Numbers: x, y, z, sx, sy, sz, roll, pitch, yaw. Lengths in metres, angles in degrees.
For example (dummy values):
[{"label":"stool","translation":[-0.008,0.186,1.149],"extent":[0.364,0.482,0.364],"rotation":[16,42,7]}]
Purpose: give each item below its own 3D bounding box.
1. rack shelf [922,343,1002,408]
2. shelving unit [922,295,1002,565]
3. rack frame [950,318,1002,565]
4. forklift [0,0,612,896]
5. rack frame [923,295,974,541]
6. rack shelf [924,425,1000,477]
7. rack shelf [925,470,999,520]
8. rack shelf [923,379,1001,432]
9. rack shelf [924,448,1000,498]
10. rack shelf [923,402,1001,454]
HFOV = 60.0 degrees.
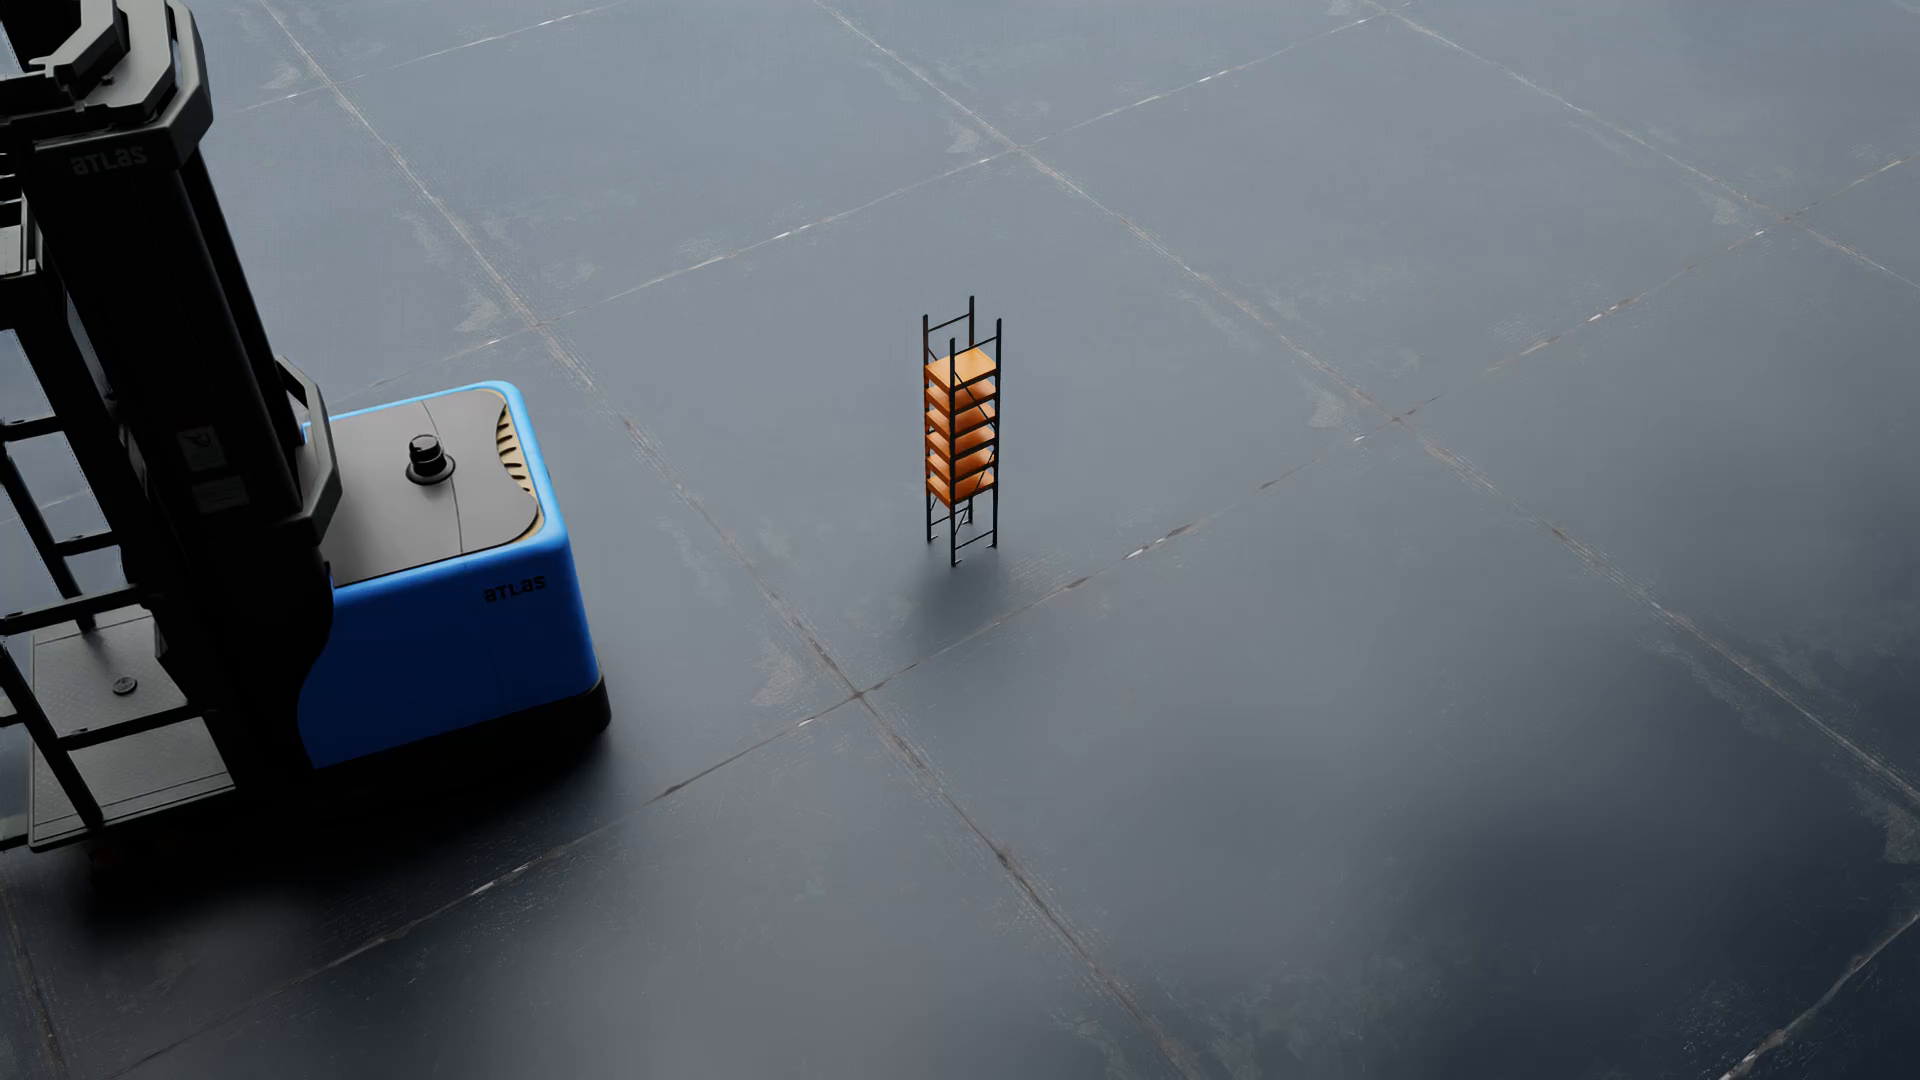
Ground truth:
[{"label":"rack shelf","translation":[0.008,-0.654,6.600],"extent":[0.258,0.103,0.180],"rotation":[-26,49,-24]},{"label":"shelving unit","translation":[0.008,-0.426,6.818],"extent":[0.258,1.200,0.189],"rotation":[-26,49,-24]},{"label":"rack frame","translation":[0.061,-0.374,6.764],"extent":[0.240,1.200,0.006],"rotation":[-26,49,-24]},{"label":"forklift","translation":[-2.915,-0.225,5.355],"extent":[3.031,2.935,1.130],"rotation":[-15,46,-16]},{"label":"rack frame","translation":[-0.044,-0.478,6.872],"extent":[0.240,1.200,0.006],"rotation":[-26,49,-24]},{"label":"rack shelf","translation":[0.008,-0.394,6.849],"extent":[0.258,0.103,0.180],"rotation":[-26,49,-24]},{"label":"rack shelf","translation":[0.008,-0.220,7.014],"extent":[0.258,0.103,0.180],"rotation":[-26,49,-24]},{"label":"rack shelf","translation":[0.008,-0.567,6.683],"extent":[0.258,0.103,0.180],"rotation":[-26,49,-24]},{"label":"rack shelf","translation":[0.008,-0.307,6.932],"extent":[0.258,0.103,0.180],"rotation":[-26,49,-24]},{"label":"rack shelf","translation":[0.008,-0.480,6.766],"extent":[0.258,0.103,0.180],"rotation":[-26,49,-24]}]
